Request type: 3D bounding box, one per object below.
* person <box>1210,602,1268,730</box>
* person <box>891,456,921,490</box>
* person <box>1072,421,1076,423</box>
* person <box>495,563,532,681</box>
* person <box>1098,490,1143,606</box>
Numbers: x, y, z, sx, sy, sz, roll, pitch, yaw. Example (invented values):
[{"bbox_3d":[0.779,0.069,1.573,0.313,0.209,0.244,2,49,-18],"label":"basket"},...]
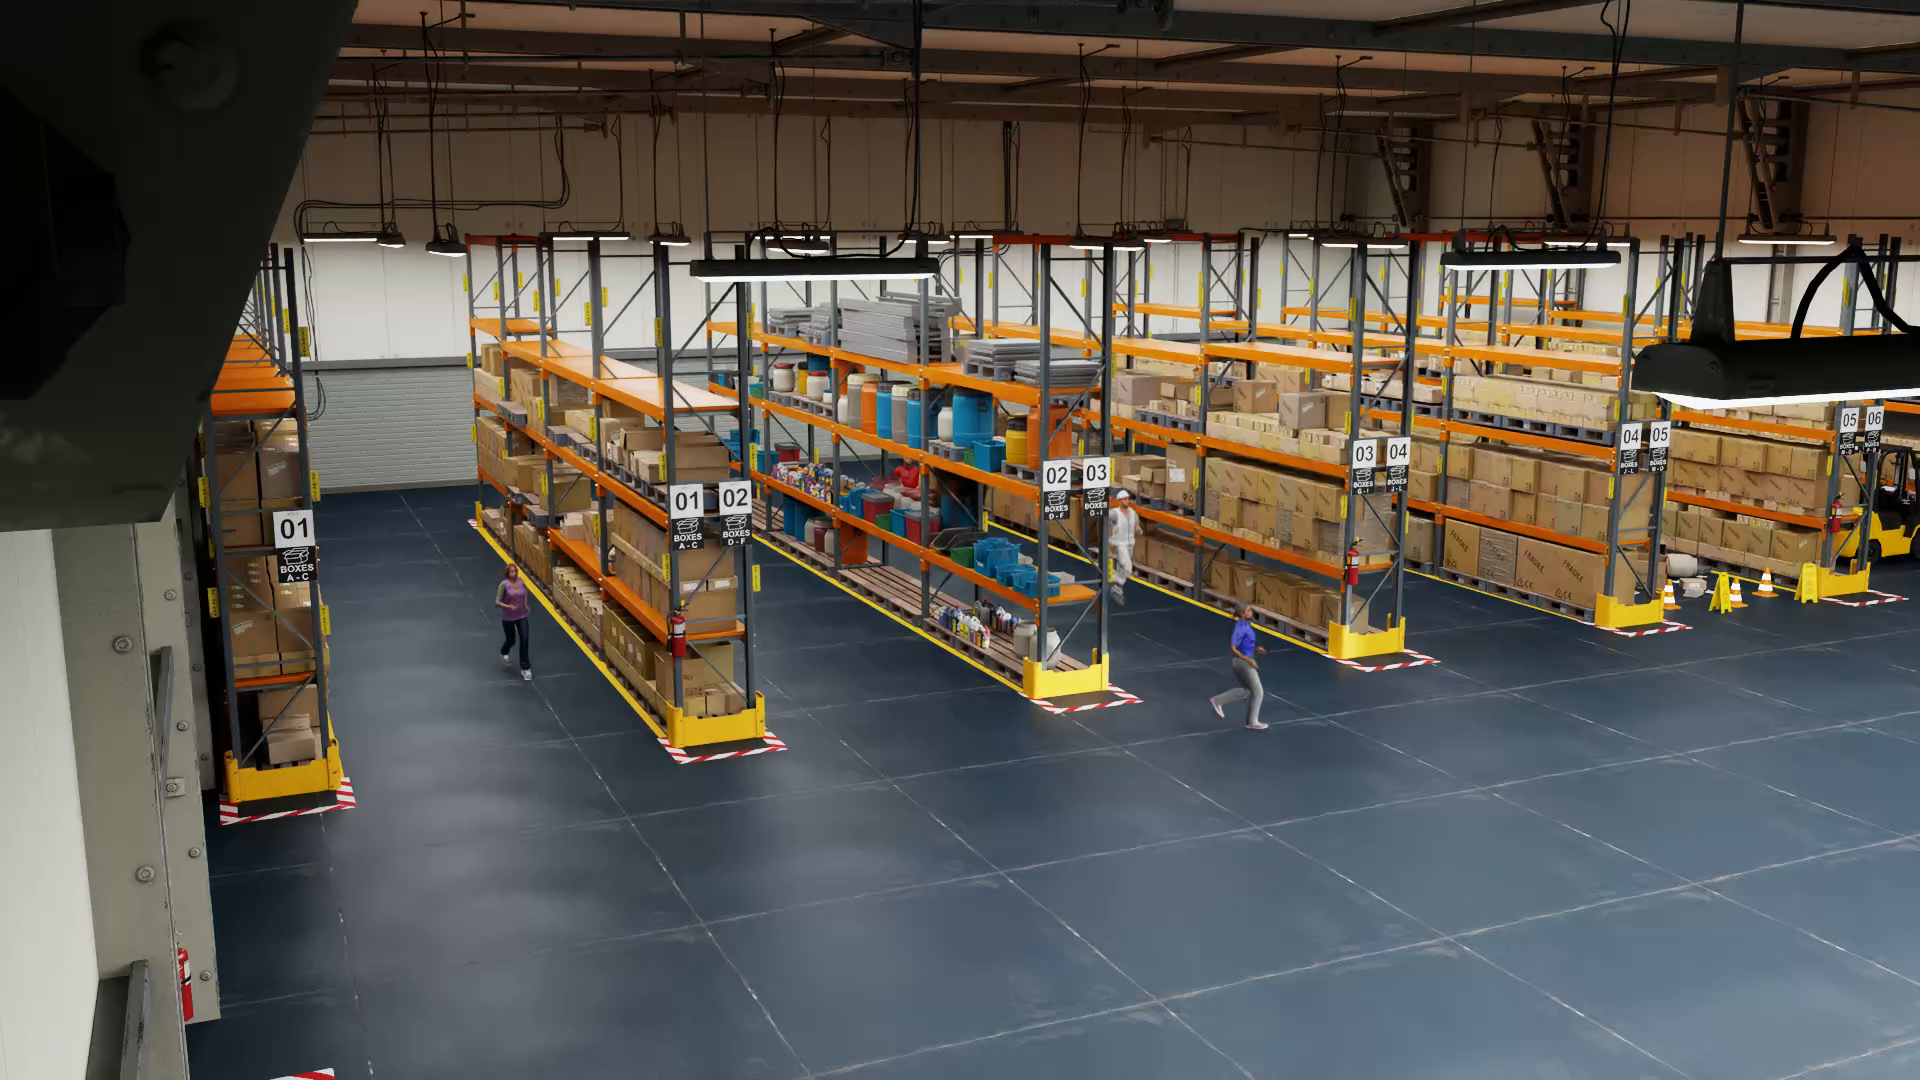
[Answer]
[{"bbox_3d":[3.526,1.570,20.789,0.697,1.612,0.566,2,11,9],"label":"person"},{"bbox_3d":[-1.070,-0.900,33.415,0.663,1.694,0.639,-6,13,-29],"label":"person"},{"bbox_3d":[2.482,-2.334,40.669,0.906,1.692,0.612,5,12,25],"label":"person"},{"bbox_3d":[-6.227,1.103,23.207,0.538,1.605,0.877,-8,13,-35],"label":"person"},{"bbox_3d":[2.609,0.129,26.323,0.648,1.825,0.677,-8,14,-36],"label":"person"}]
